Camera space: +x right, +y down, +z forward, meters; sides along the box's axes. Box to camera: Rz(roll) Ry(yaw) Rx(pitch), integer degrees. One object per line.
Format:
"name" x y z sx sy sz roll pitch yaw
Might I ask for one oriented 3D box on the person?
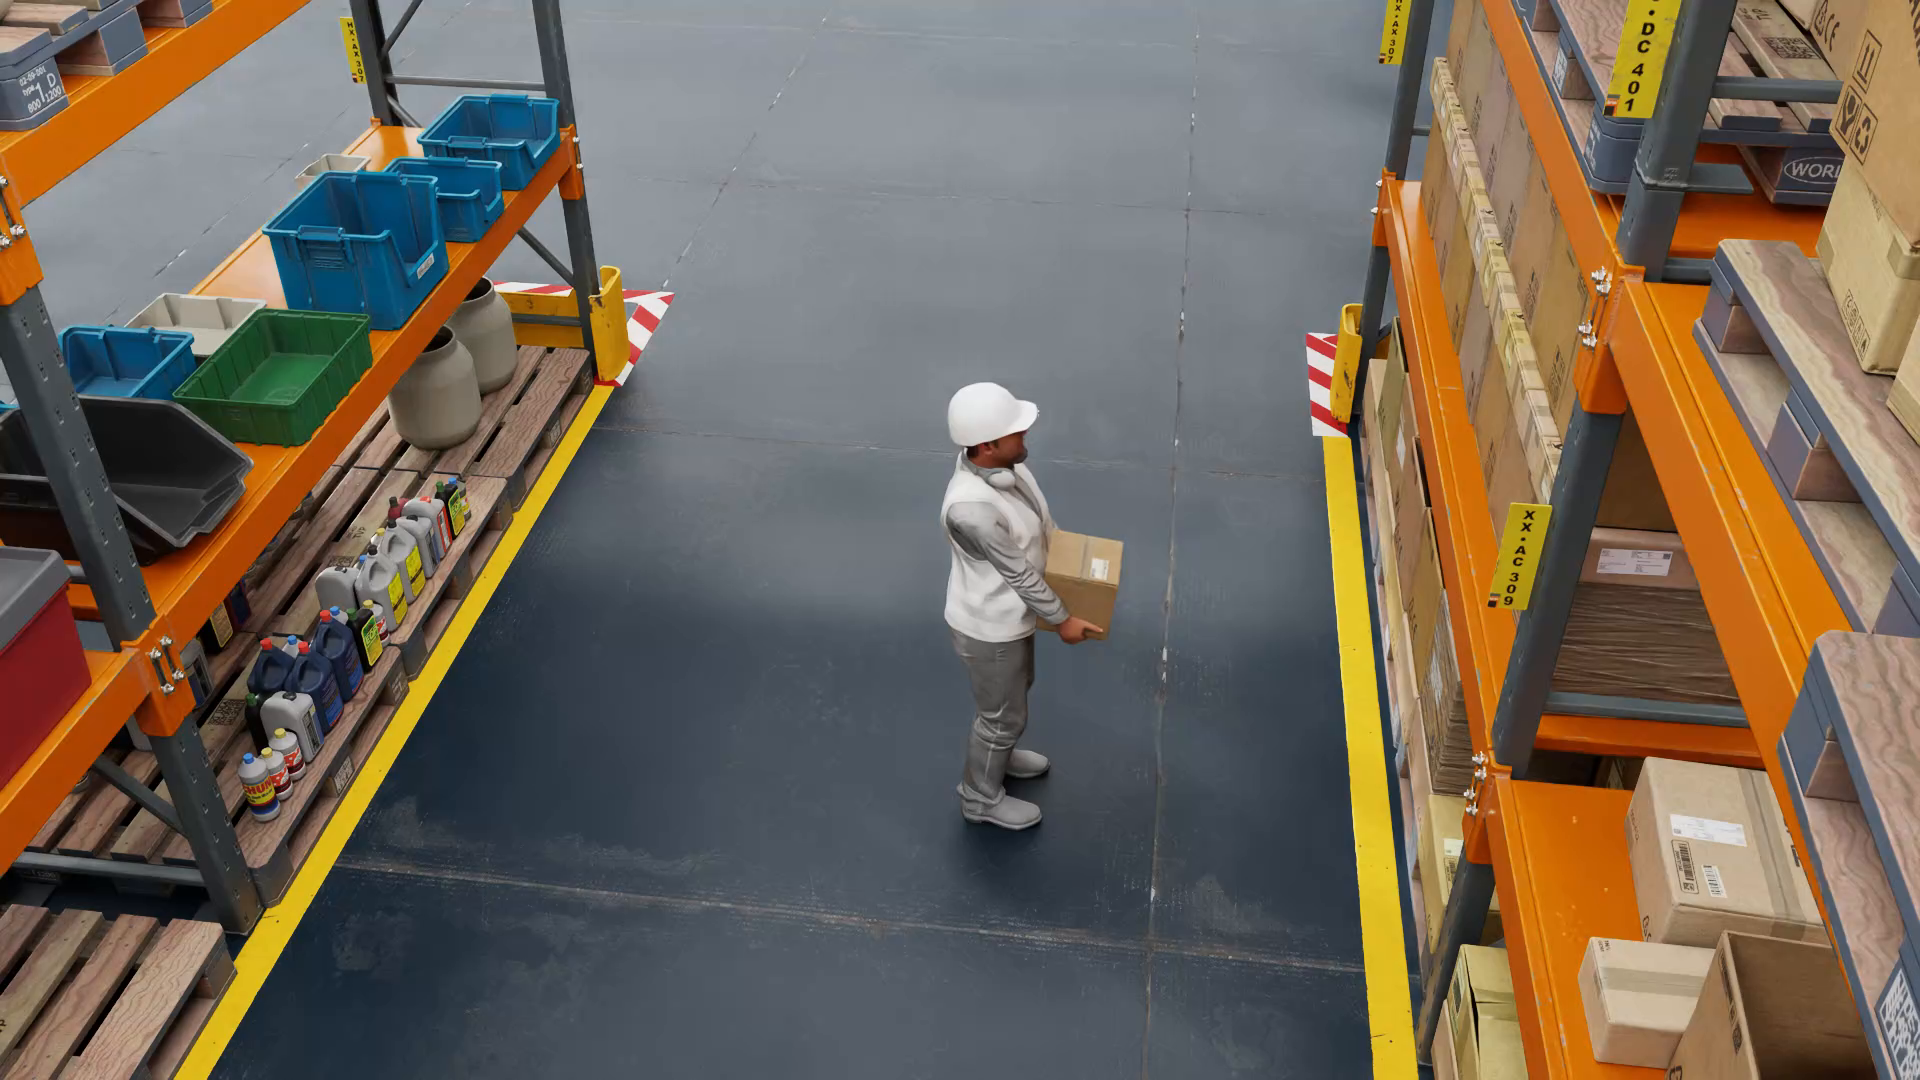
"person" 0.231 0.238 5.804 0.556 1.764 0.494 5 36 7
